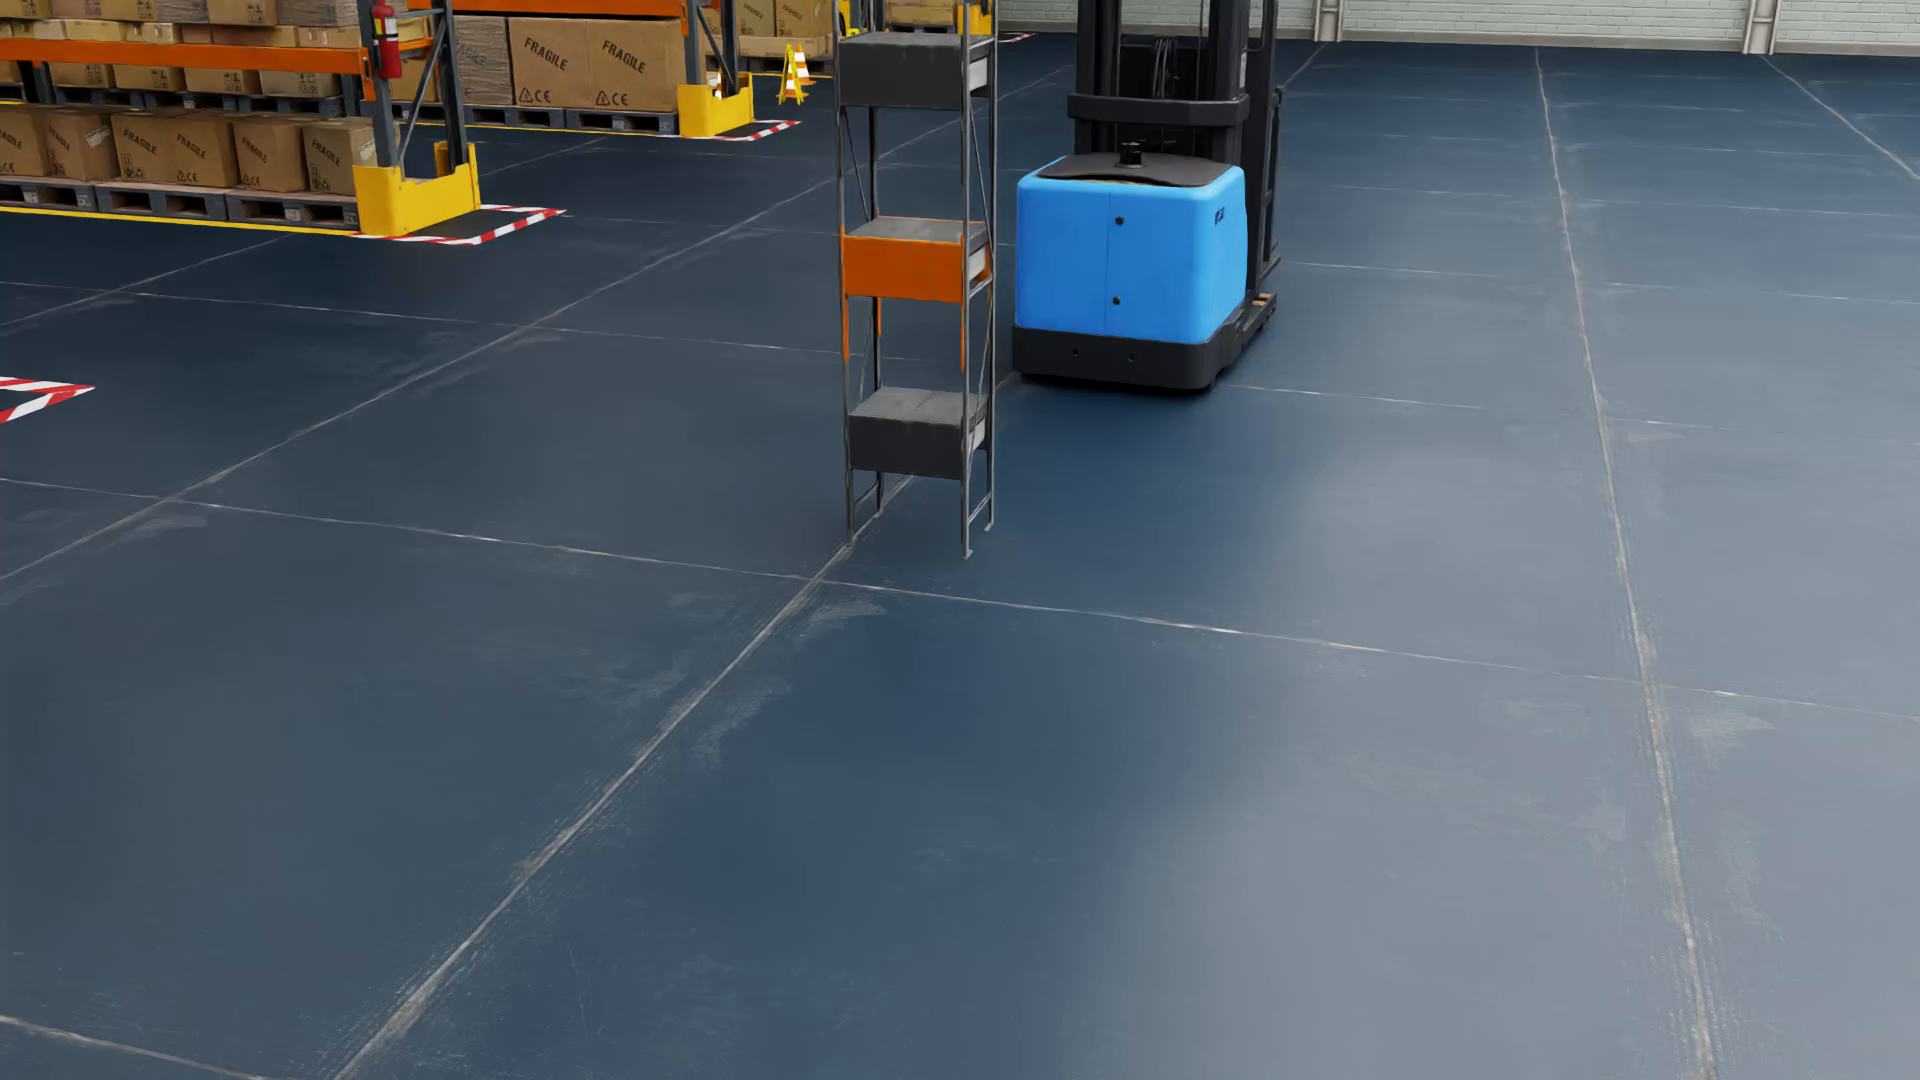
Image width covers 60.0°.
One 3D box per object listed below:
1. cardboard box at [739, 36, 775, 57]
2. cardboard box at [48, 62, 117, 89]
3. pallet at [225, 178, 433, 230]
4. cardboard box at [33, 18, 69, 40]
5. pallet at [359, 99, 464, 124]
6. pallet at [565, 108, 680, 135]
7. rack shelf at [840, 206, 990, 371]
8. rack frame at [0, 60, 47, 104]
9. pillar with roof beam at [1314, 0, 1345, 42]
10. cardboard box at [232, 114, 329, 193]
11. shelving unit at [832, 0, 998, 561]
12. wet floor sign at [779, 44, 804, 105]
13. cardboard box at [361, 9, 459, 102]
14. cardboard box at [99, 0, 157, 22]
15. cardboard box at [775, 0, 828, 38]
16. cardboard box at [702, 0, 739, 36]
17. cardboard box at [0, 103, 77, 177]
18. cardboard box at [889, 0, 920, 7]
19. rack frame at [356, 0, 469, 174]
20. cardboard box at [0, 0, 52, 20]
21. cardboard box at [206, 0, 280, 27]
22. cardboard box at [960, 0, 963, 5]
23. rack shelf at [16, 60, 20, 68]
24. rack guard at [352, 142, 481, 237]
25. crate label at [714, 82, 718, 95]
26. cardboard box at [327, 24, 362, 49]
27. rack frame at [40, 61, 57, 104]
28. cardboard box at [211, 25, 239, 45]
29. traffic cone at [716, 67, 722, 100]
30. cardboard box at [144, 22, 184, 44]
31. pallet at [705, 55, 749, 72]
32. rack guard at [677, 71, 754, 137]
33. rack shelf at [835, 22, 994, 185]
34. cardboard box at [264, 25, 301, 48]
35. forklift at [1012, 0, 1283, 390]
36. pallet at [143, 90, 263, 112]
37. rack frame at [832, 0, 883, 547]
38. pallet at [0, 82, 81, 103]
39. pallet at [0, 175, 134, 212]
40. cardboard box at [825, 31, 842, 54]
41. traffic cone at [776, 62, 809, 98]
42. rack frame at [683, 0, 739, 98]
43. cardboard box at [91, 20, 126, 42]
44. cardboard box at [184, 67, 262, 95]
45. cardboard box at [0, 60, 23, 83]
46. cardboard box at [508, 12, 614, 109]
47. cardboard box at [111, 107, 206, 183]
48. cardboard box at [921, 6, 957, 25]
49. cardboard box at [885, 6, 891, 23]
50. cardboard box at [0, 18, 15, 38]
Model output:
[{"bbox_3d":[-2.522,-6.402,21.494,0.500,0.250,0.500,7,23,16],"label":"cardboard box"},{"bbox_3d":[-9.612,-5.551,18.760,0.750,0.750,1.050,6,23,15],"label":"cardboard box"},{"bbox_3d":[-4.880,-2.649,12.949,1.213,0.211,1.003,7,23,16],"label":"pallet"},{"bbox_3d":[-6.798,-3.902,12.662,0.250,0.149,0.380,7,23,16],"label":"cardboard box"},{"bbox_3d":[-5.634,-4.656,17.843,1.213,0.211,1.003,7,23,15],"label":"pallet"},{"bbox_3d":[-3.298,-4.389,17.191,1.213,0.211,1.003,7,23,15],"label":"pallet"},{"bbox_3d":[-0.158,-0.977,6.421,0.480,0.518,0.431,7,23,16],"label":"rack shelf"},{"bbox_3d":[-7.869,-4.267,13.220,0.127,3.000,1.000,7,23,16],"label":"rack frame"},{"bbox_3d":[4.348,-10.191,19.756,0.400,9.000,9.100,7,23,16],"label":"pillar with roof beam"},{"bbox_3d":[-5.215,-2.994,12.857,0.500,0.500,0.500,13,26,29],"label":"cardboard box"},{"bbox_3d":[-0.158,-0.990,6.416,0.503,2.100,0.431,7,23,16],"label":"shelving unit"},{"bbox_3d":[-1.910,-5.247,18.710,0.232,0.644,0.267,3,22,6],"label":"wet floor sign"},{"bbox_3d":[-5.758,-5.175,17.680,0.875,0.875,0.875,7,23,16],"label":"cardboard box"},{"bbox_3d":[-6.013,-4.224,12.590,0.500,0.500,0.875,7,23,16],"label":"cardboard box"},{"bbox_3d":[-2.019,-6.691,21.212,0.500,0.500,0.500,7,23,16],"label":"cardboard box"},{"bbox_3d":[-3.001,-6.805,21.490,0.500,0.500,0.500,6,23,14],"label":"cardboard box"},{"bbox_3d":[-7.498,-3.247,13.473,0.500,0.500,0.500,6,23,14],"label":"cardboard box"},{"bbox_3d":[-0.780,-8.385,25.671,0.500,0.250,0.500,6,23,15],"label":"cardboard box"},{"bbox_3d":[-4.039,-3.829,12.151,0.127,3.000,1.000,7,23,16],"label":"rack frame"},{"bbox_3d":[-6.988,-4.312,12.805,0.500,0.500,0.875,7,23,16],"label":"cardboard box"},{"bbox_3d":[-5.071,-4.094,12.275,0.500,0.500,0.875,7,23,16],"label":"cardboard box"},{"bbox_3d":[-0.137,-8.514,25.984,0.500,0.250,0.500,7,23,16],"label":"cardboard box"},{"bbox_3d":[-9.784,-4.154,13.891,4.000,0.370,1.077,7,23,16],"label":"rack shelf"},{"bbox_3d":[-4.112,-2.680,12.646,0.348,0.500,1.175,7,23,16],"label":"rack guard"},{"bbox_3d":[-2.727,-5.306,19.526,0.298,0.136,0.250,-5,23,-12],"label":"crate label"},{"bbox_3d":[-4.372,-3.669,12.092,0.250,0.149,0.380,7,23,16],"label":"cardboard box"},{"bbox_3d":[-10.169,-6.497,18.656,0.127,3.000,1.000,7,23,16],"label":"rack frame"},{"bbox_3d":[-5.328,-3.780,12.365,0.250,0.149,0.380,7,23,16],"label":"cardboard box"},{"bbox_3d":[-2.608,-5.020,18.399,0.334,0.463,0.336,7,23,16],"label":"traffic cone"},{"bbox_3d":[-5.838,-3.795,12.400,0.250,0.149,0.380,7,23,16],"label":"cardboard box"},{"bbox_3d":[-3.181,-6.384,22.055,1.213,0.211,1.003,7,23,16],"label":"pallet"},{"bbox_3d":[-2.487,-4.461,16.986,0.348,0.500,1.175,7,23,16],"label":"rack guard"},{"bbox_3d":[-0.158,-1.625,6.155,0.480,0.518,0.431,7,23,16],"label":"rack shelf"},{"bbox_3d":[-4.865,-3.705,12.181,0.250,0.149,0.380,7,23,16],"label":"cardboard box"},{"bbox_3d":[1.262,-2.648,9.363,1.130,2.935,3.031,8,24,19],"label":"forklift"},{"bbox_3d":[-8.272,-4.958,18.580,1.213,0.211,1.003,7,23,16],"label":"pallet"},{"bbox_3d":[-0.392,-1.016,6.481,0.015,2.100,0.400,7,23,16],"label":"rack frame"},{"bbox_3d":[-10.917,-5.293,19.395,1.213,0.211,1.003,7,23,16],"label":"pallet"},{"bbox_3d":[-7.216,-2.916,13.601,1.213,0.211,1.003,7,23,16],"label":"pallet"},{"bbox_3d":[-1.869,-6.540,21.832,0.500,0.250,0.500,6,23,15],"label":"cardboard box"},{"bbox_3d":[-1.956,-5.393,19.309,0.334,0.463,0.336,7,23,16],"label":"traffic cone"},{"bbox_3d":[-2.510,-5.620,16.518,0.127,3.000,1.000,7,23,16],"label":"rack frame"},{"bbox_3d":[-6.310,-3.858,12.555,0.250,0.149,0.380,7,23,16],"label":"cardboard box"},{"bbox_3d":[-7.882,-5.354,18.281,0.750,0.750,1.050,7,23,15],"label":"cardboard box"},{"bbox_3d":[-10.875,-5.512,18.995,0.500,0.500,0.500,6,23,15],"label":"cardboard box"},{"bbox_3d":[-4.021,-4.977,17.197,0.875,0.875,0.875,6,23,15],"label":"cardboard box"},{"bbox_3d":[-6.330,-3.147,13.230,0.500,0.500,0.500,4,23,11],"label":"cardboard box"},{"bbox_3d":[-0.288,-8.092,25.615,0.500,0.250,0.500,7,23,16],"label":"cardboard box"},{"bbox_3d":[-1.237,-8.208,25.898,0.500,0.250,0.500,7,23,16],"label":"cardboard box"},{"bbox_3d":[-7.267,-3.969,12.823,0.250,0.149,0.380,7,23,16],"label":"cardboard box"}]
